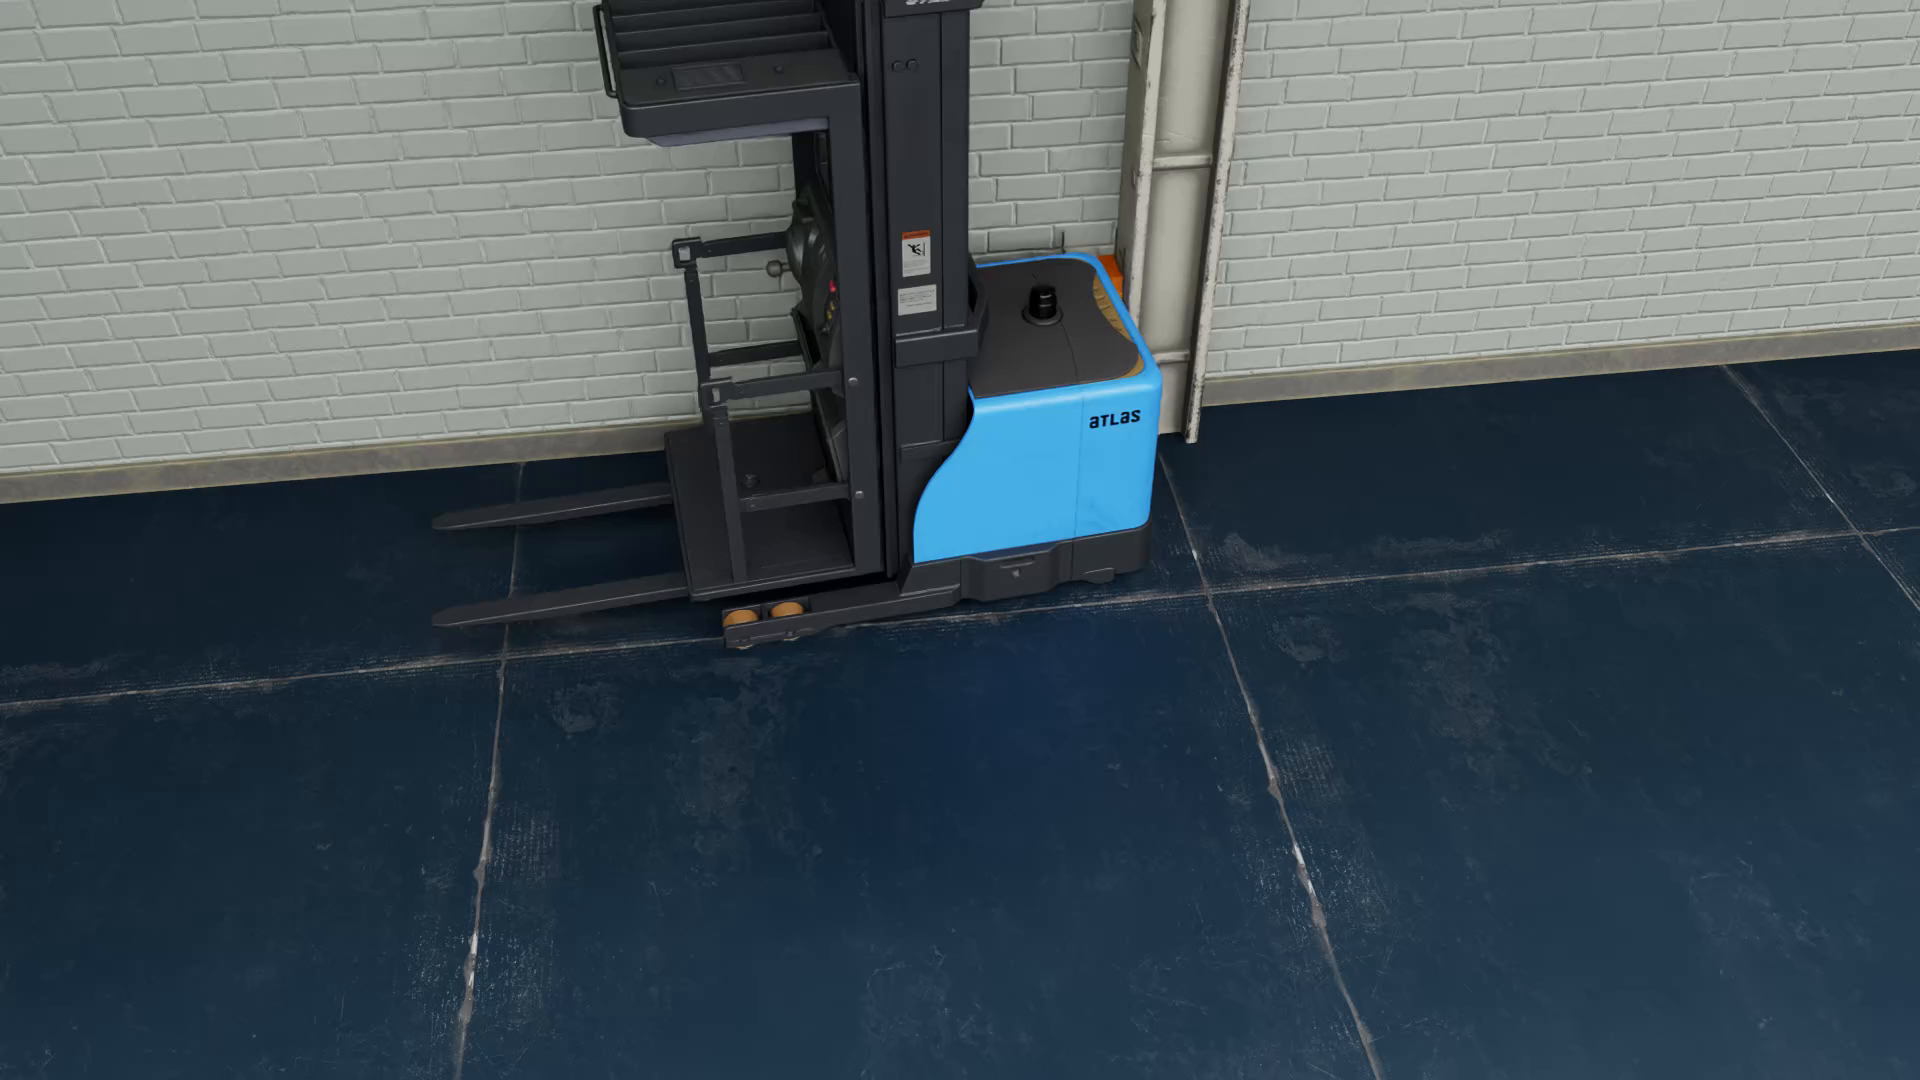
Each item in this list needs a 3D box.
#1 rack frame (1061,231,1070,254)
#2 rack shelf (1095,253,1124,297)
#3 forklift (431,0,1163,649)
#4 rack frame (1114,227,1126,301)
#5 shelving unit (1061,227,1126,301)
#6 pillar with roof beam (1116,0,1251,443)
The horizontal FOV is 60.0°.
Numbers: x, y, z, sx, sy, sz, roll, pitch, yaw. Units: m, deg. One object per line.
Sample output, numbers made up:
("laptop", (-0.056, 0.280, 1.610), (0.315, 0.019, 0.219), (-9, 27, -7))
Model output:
("rack frame", (0.477, -0.919, 7.704), (0.008, 1.050, 0.200), (-5, 40, -5))
("rack shelf", (0.596, -1.139, 7.540), (0.240, 0.259, 0.215), (-5, 40, -5))
("forklift", (-0.747, -1.025, 6.414), (3.031, 2.935, 1.130), (-9, 43, -10))
("rack frame", (0.719, -0.939, 7.727), (0.008, 1.050, 0.200), (-5, 40, -5))
("shelving unit", (0.598, -0.929, 7.715), (0.252, 1.050, 0.215), (-5, 40, -5))
("pillar with roof beam", (1.482, -1.037, 1.896), (0.400, 9.000, 9.100), (-5, 42, -6))
